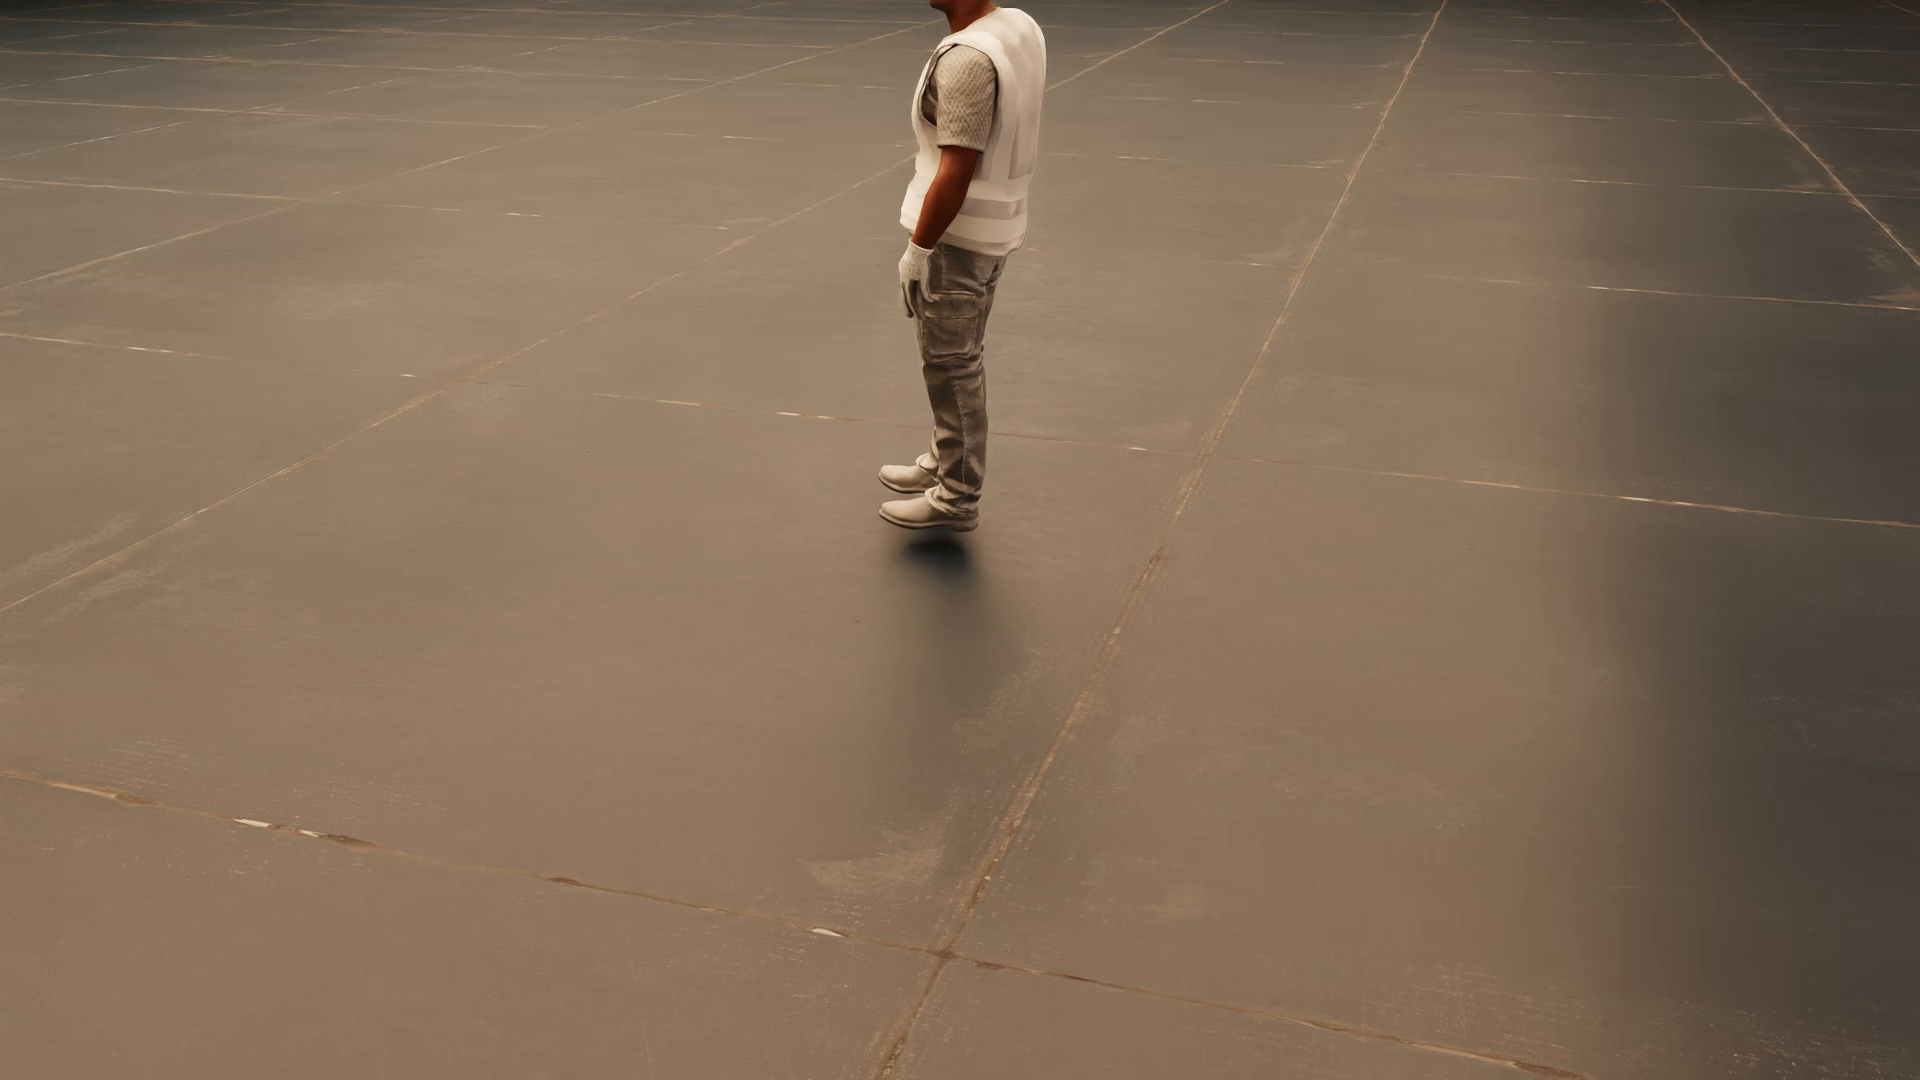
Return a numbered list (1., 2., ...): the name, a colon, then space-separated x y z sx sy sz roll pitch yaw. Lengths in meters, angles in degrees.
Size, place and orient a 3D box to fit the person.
1. person: -0.066 -0.880 4.790 0.577 1.781 0.656 7 23 16
